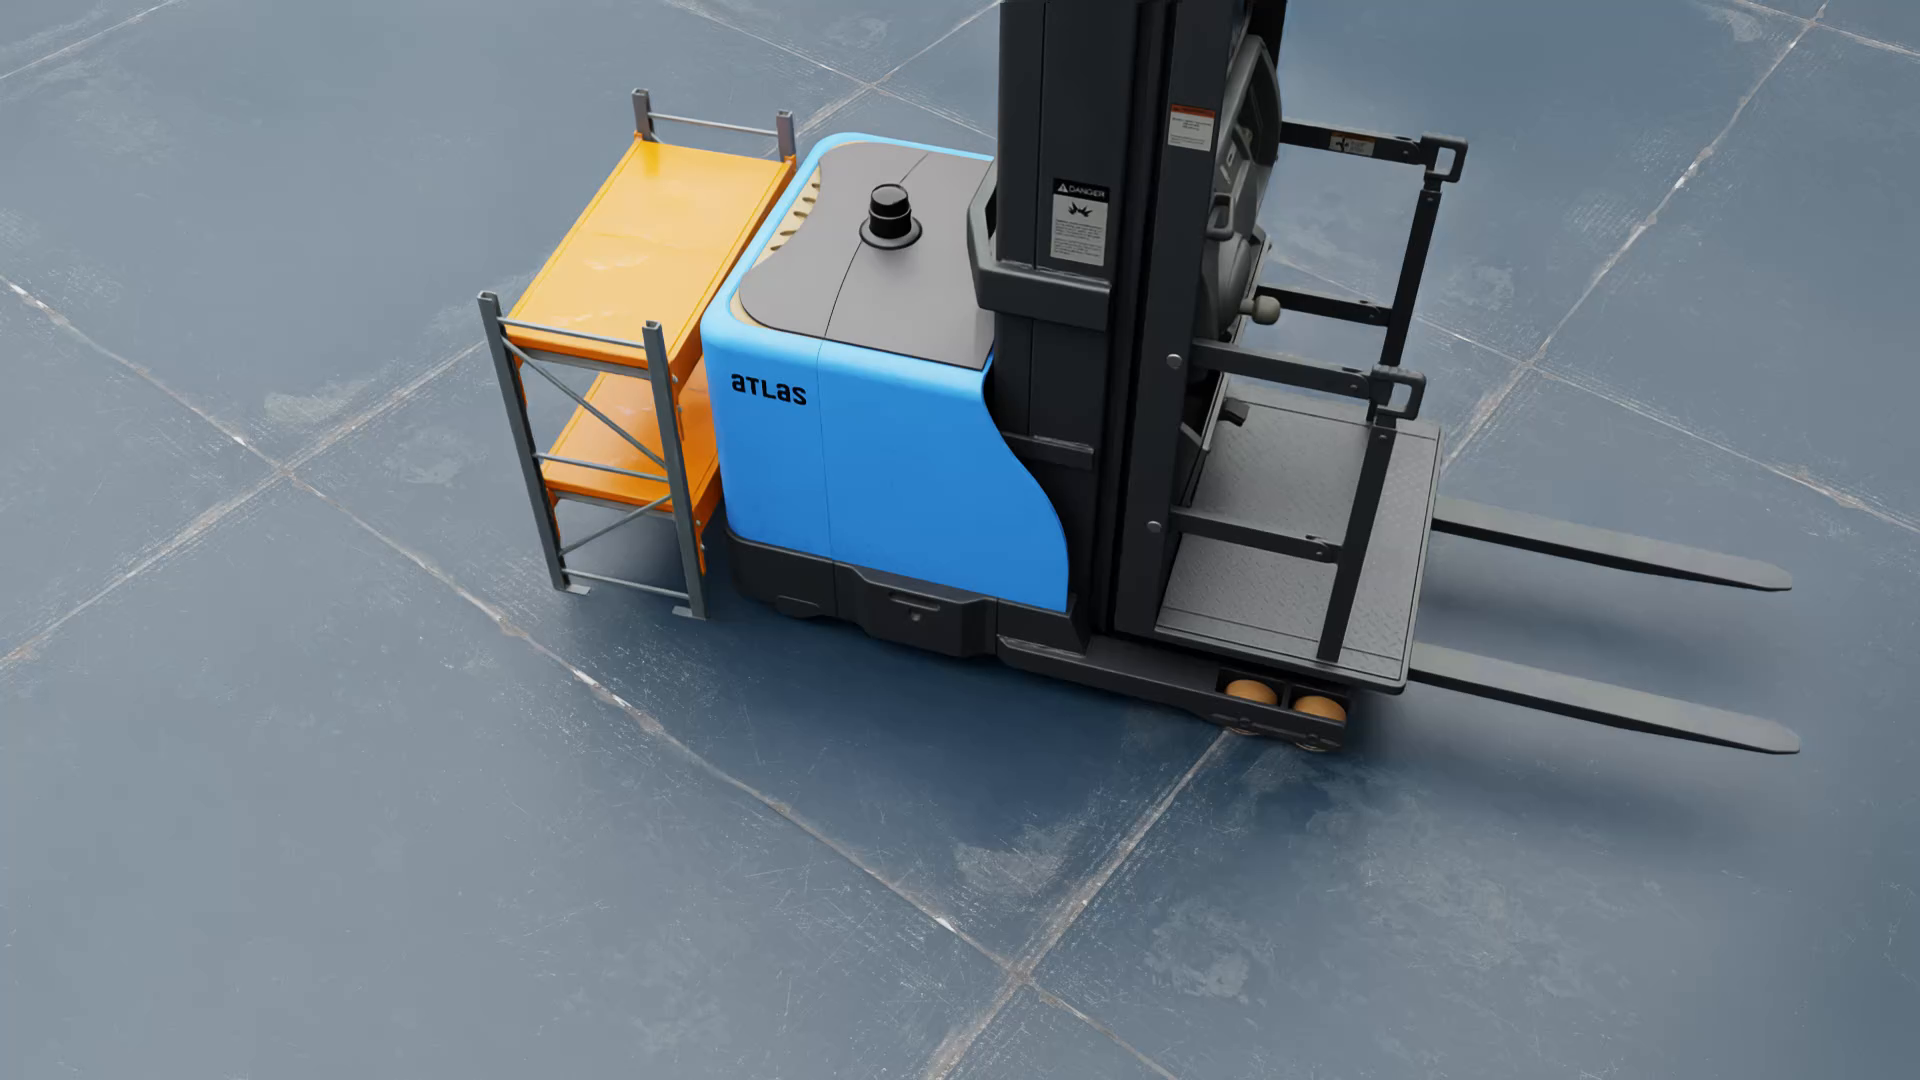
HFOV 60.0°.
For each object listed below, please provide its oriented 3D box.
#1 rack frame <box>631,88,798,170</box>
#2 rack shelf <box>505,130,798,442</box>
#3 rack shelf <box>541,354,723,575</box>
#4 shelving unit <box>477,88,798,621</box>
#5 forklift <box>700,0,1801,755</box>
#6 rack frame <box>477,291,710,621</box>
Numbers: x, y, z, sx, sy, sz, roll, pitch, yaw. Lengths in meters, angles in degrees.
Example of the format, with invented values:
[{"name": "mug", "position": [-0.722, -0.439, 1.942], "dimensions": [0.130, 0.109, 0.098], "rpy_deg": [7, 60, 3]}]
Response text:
[{"name": "rack frame", "position": [-0.738, -0.911, 5.342], "dimensions": [0.500, 1.125, 0.032], "rpy_deg": [11, 47, 10]}, {"name": "rack shelf", "position": [-0.871, -0.758, 4.792], "dimensions": [0.538, 0.278, 1.000], "rpy_deg": [11, 47, 10]}, {"name": "rack shelf", "position": [-0.871, -0.387, 5.180], "dimensions": [0.538, 0.278, 1.000], "rpy_deg": [11, 47, 10]}, {"name": "shelving unit", "position": [-0.871, -0.556, 5.003], "dimensions": [0.538, 1.125, 1.048], "rpy_deg": [11, 47, 10]}, {"name": "forklift", "position": [0.878, -0.850, 4.035], "dimensions": [3.031, 2.935, 1.130], "rpy_deg": [13, 48, 12]}, {"name": "rack frame", "position": [-1.003, -0.201, 4.664], "dimensions": [0.500, 1.125, 0.032], "rpy_deg": [11, 47, 10]}]
